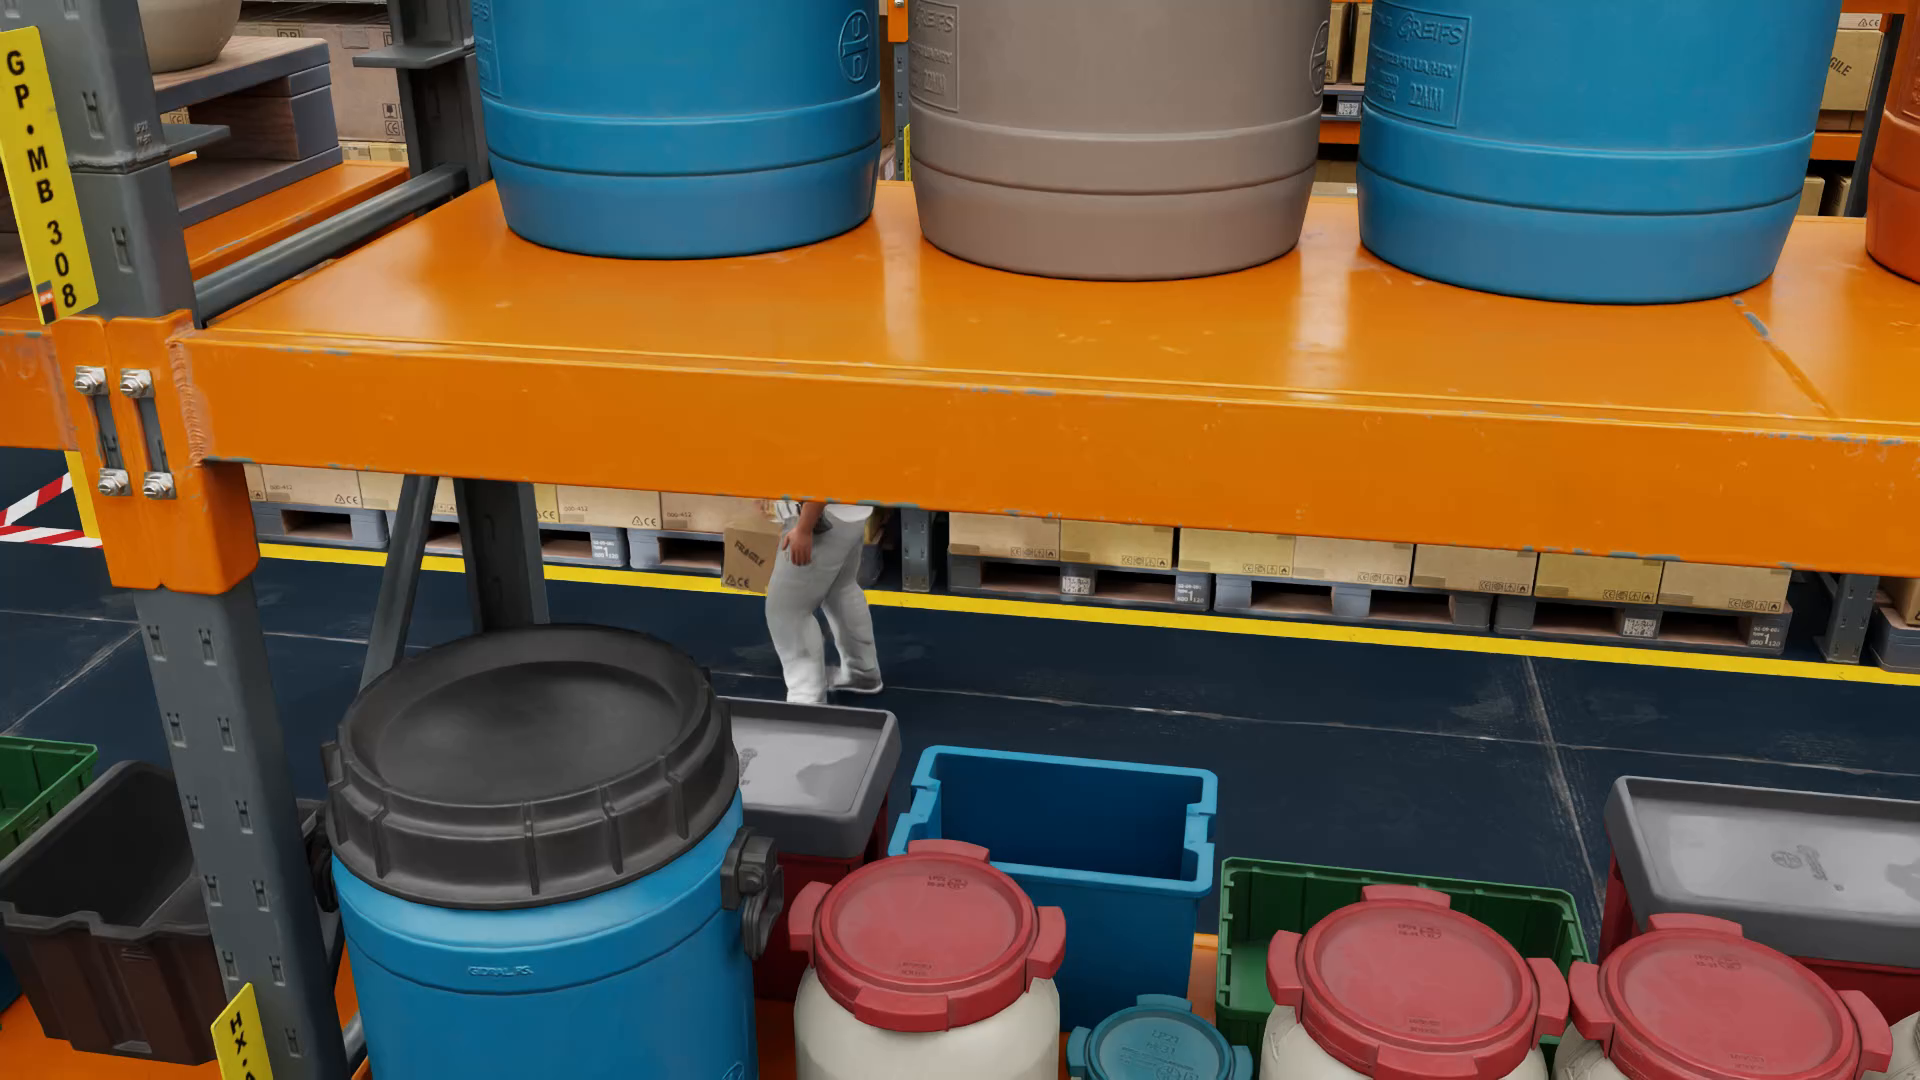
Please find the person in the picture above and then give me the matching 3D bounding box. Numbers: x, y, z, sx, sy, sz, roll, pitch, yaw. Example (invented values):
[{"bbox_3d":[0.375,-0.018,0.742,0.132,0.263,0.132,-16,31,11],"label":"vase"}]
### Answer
[{"bbox_3d":[-0.579,-0.124,6.355,0.521,1.763,0.609,1,25,1],"label":"person"}]
